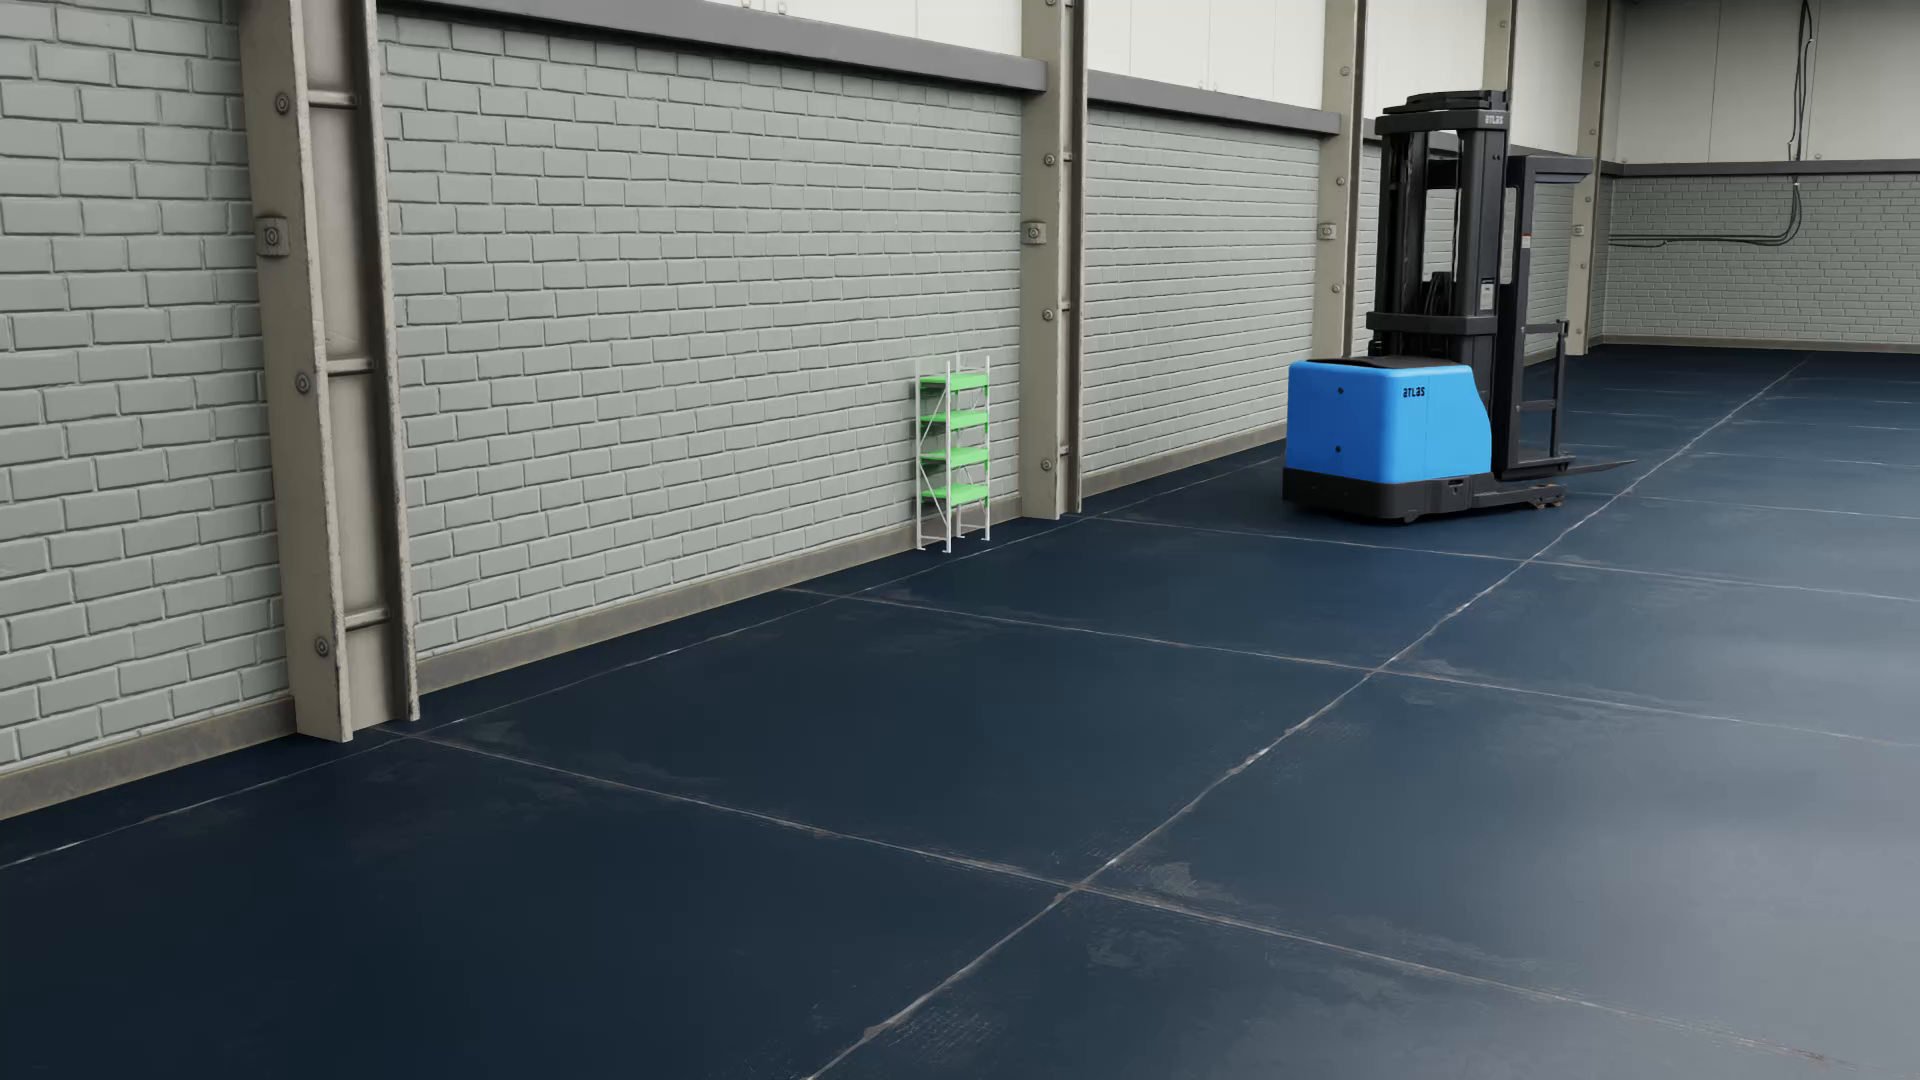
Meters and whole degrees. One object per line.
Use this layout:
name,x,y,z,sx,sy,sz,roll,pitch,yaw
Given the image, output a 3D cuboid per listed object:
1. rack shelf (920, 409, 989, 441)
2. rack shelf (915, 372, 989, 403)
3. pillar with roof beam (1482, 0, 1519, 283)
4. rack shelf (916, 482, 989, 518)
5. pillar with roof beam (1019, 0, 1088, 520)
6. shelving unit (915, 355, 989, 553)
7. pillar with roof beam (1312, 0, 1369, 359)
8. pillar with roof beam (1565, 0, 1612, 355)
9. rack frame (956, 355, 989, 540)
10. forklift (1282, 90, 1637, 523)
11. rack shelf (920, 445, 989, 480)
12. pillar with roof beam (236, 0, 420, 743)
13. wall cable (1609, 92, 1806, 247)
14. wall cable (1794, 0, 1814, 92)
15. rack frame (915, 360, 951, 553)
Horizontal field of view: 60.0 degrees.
rack shelf,-0.044,-0.733,10.563,0.258,0.148,0.480,6,12,30
rack shelf,-0.045,-0.969,10.519,0.258,0.148,0.480,6,12,30
pillar with roof beam,10.550,-6.086,18.922,9.100,9.000,0.400,6,12,31
rack shelf,-0.042,-0.261,10.650,0.258,0.148,0.480,6,12,30
pillar with roof beam,4.320,-4.199,8.841,9.100,9.000,0.400,6,12,31
shelving unit,-0.044,-0.560,10.595,0.258,1.200,0.503,6,12,30
pillar with roof beam,7.435,-5.142,13.881,9.100,9.000,0.400,6,12,31
pillar with roof beam,13.666,-7.029,23.962,9.100,9.000,0.400,6,12,31
rack frame,0.081,-0.598,10.801,0.240,1.200,0.015,6,12,30
forklift,3.843,-1.740,12.199,3.031,2.935,1.130,-7,13,-33
rack shelf,-0.043,-0.497,10.607,0.258,0.148,0.480,6,12,30
pillar with roof beam,1.205,-3.255,3.801,9.100,9.000,0.400,6,12,31
wall cable,12.646,-6.251,28.245,3.097,2.526,0.112,6,12,31
wall cable,14.958,-8.475,26.400,3.097,2.526,0.112,6,12,31
rack frame,-0.168,-0.521,10.389,0.240,1.200,0.015,6,12,30
